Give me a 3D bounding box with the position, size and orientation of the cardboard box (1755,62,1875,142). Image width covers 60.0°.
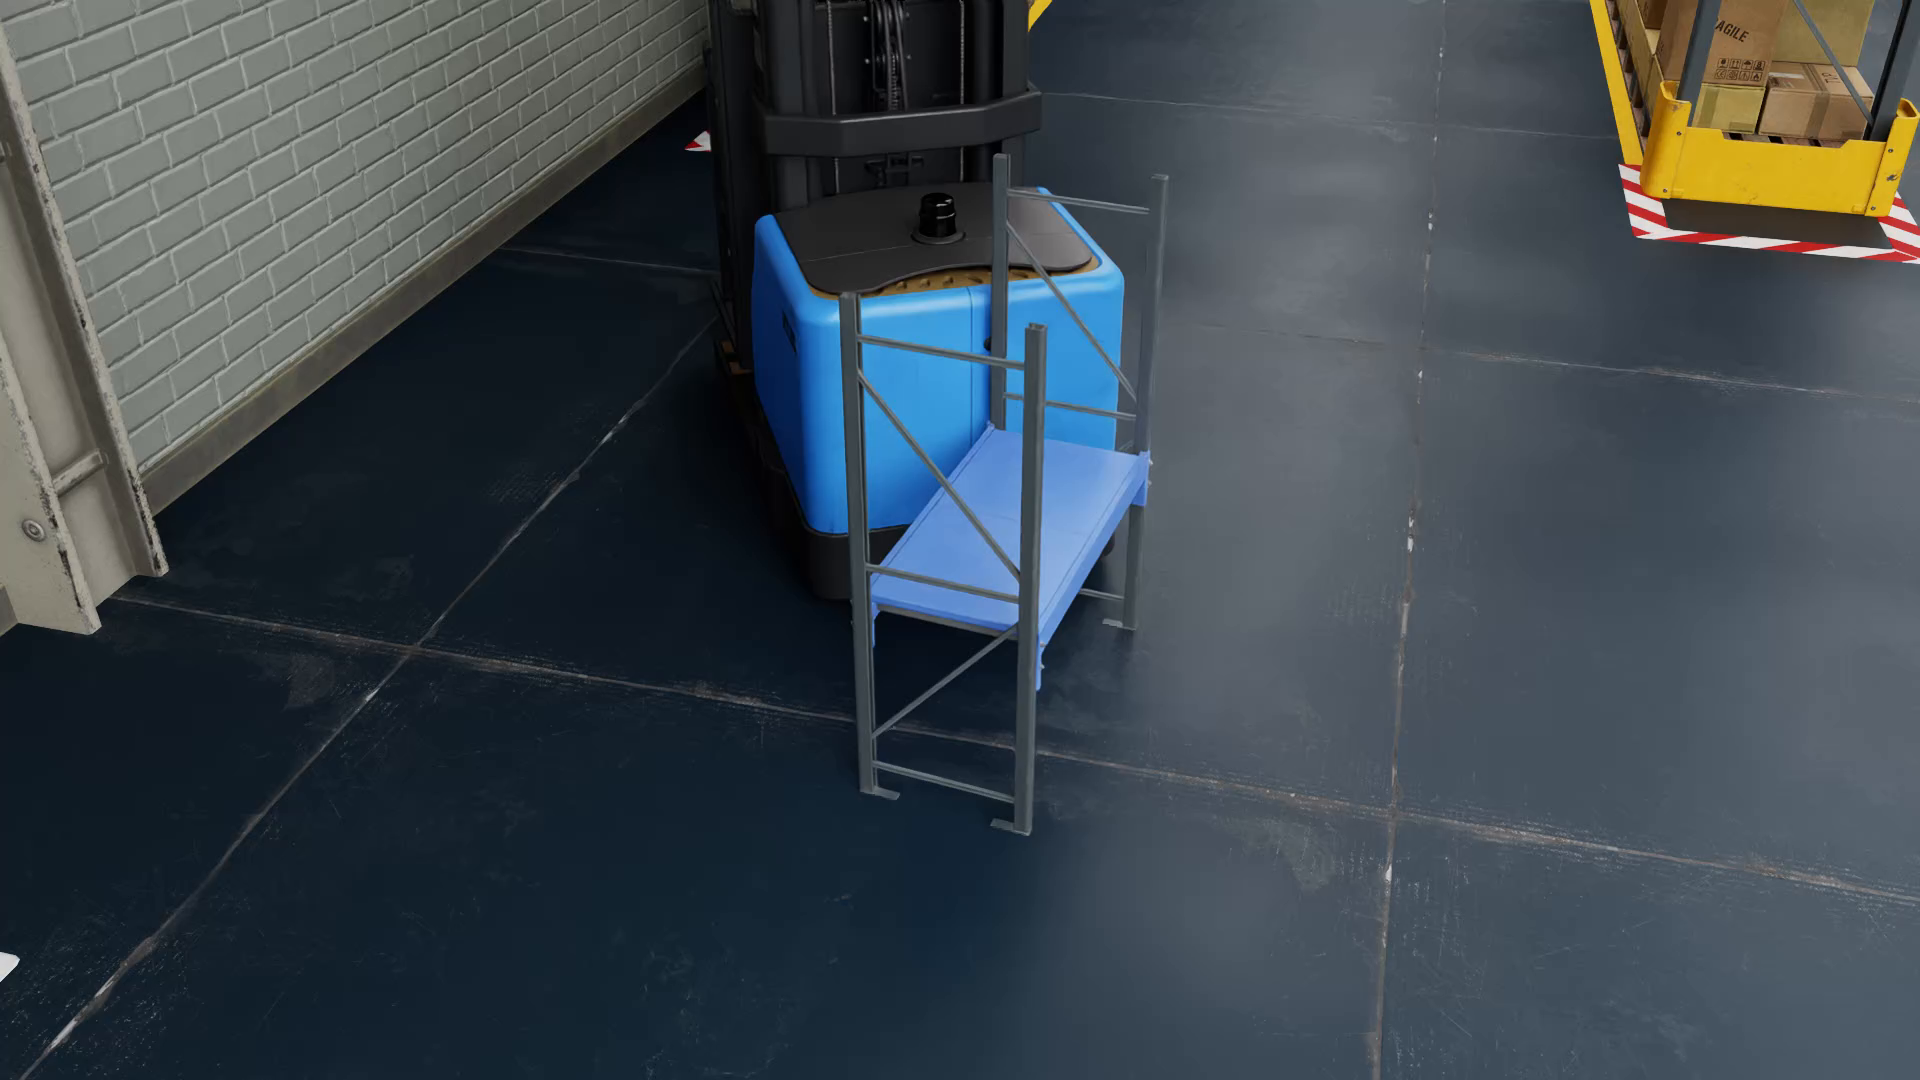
[{"bbox_3d":[4.468,-2.313,8.764,0.500,0.250,0.500,8,33,12],"label":"cardboard box"}]

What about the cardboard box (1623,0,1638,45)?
[{"bbox_3d":[4.337,-3.164,10.102,0.500,0.250,0.500,8,33,12],"label":"cardboard box"}]

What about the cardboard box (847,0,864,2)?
[{"bbox_3d":[-0.413,-3.119,9.956,0.500,0.311,0.500,4,33,7],"label":"cardboard box"}]

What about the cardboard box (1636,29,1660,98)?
[{"bbox_3d":[4.083,-2.645,9.286,0.500,0.250,0.500,8,33,12],"label":"cardboard box"}]

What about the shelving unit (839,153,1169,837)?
[{"bbox_3d":[0.143,-0.141,4.574,0.538,1.500,1.048,12,34,18],"label":"shelving unit"}]

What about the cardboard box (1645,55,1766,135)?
[{"bbox_3d":[3.967,-2.384,8.875,0.500,0.250,0.500,8,33,12],"label":"cardboard box"}]

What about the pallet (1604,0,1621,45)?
[{"bbox_3d":[4.890,-3.541,11.122,1.003,0.211,1.213,8,33,12],"label":"pallet"}]

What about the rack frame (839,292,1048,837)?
[{"bbox_3d":[-0.042,0.113,4.175,0.500,1.500,0.032,12,34,18],"label":"rack frame"}]

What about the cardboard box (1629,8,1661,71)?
[{"bbox_3d":[4.208,-2.905,9.695,0.500,0.250,0.500,8,33,12],"label":"cardboard box"}]

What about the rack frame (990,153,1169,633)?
[{"bbox_3d":[0.329,-0.395,4.973,0.500,1.500,0.032,12,34,18],"label":"rack frame"}]

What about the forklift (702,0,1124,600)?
[{"bbox_3d":[-0.370,-1.829,5.896,1.130,2.935,3.031,-9,33,-13],"label":"forklift"}]

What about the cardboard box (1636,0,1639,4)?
[{"bbox_3d":[4.333,-3.481,9.902,0.500,0.500,0.500,8,33,12],"label":"cardboard box"}]

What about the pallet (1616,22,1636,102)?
[{"bbox_3d":[4.582,-2.905,10.123,1.003,0.211,1.213,8,33,12],"label":"pallet"}]

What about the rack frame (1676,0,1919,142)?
[{"bbox_3d":[4.117,-3.048,7.749,1.000,3.000,0.127,8,33,12],"label":"rack frame"}]

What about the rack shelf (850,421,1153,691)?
[{"bbox_3d":[0.143,0.011,4.671,0.538,0.185,1.000,12,34,18],"label":"rack shelf"}]

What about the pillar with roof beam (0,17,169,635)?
[{"bbox_3d":[1.307,-3.034,2.135,9.100,9.000,0.400,8,33,12],"label":"pillar with roof beam"}]

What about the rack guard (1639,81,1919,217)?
[{"bbox_3d":[4.111,-1.981,8.400,1.175,0.500,0.348,8,33,12],"label":"rack guard"}]

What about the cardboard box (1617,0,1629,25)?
[{"bbox_3d":[4.458,-3.424,10.512,0.500,0.250,0.500,8,33,12],"label":"cardboard box"}]

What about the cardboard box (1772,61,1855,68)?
[{"bbox_3d":[4.592,-2.573,9.173,0.500,0.250,0.500,8,33,12],"label":"cardboard box"}]

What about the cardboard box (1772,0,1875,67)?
[{"bbox_3d":[4.593,-2.890,8.972,0.500,0.500,0.500,8,33,12],"label":"cardboard box"}]

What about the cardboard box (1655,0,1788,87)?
[{"bbox_3d":[3.965,-2.701,8.675,0.500,0.500,0.500,8,33,12],"label":"cardboard box"}]

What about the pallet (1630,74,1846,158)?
[{"bbox_3d":[4.271,-2.274,9.131,1.003,0.211,1.213,8,33,12],"label":"pallet"}]

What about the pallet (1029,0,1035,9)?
[{"bbox_3d":[-0.104,-3.632,11.266,1.003,0.211,1.213,8,33,12],"label":"pallet"}]

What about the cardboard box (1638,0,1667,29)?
[{"bbox_3d":[4.205,-3.222,9.494,0.500,0.500,0.500,8,33,12],"label":"cardboard box"}]

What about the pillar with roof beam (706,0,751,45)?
[{"bbox_3d":[2.830,-6.148,7.032,9.100,9.000,0.400,8,33,12],"label":"pillar with roof beam"}]
